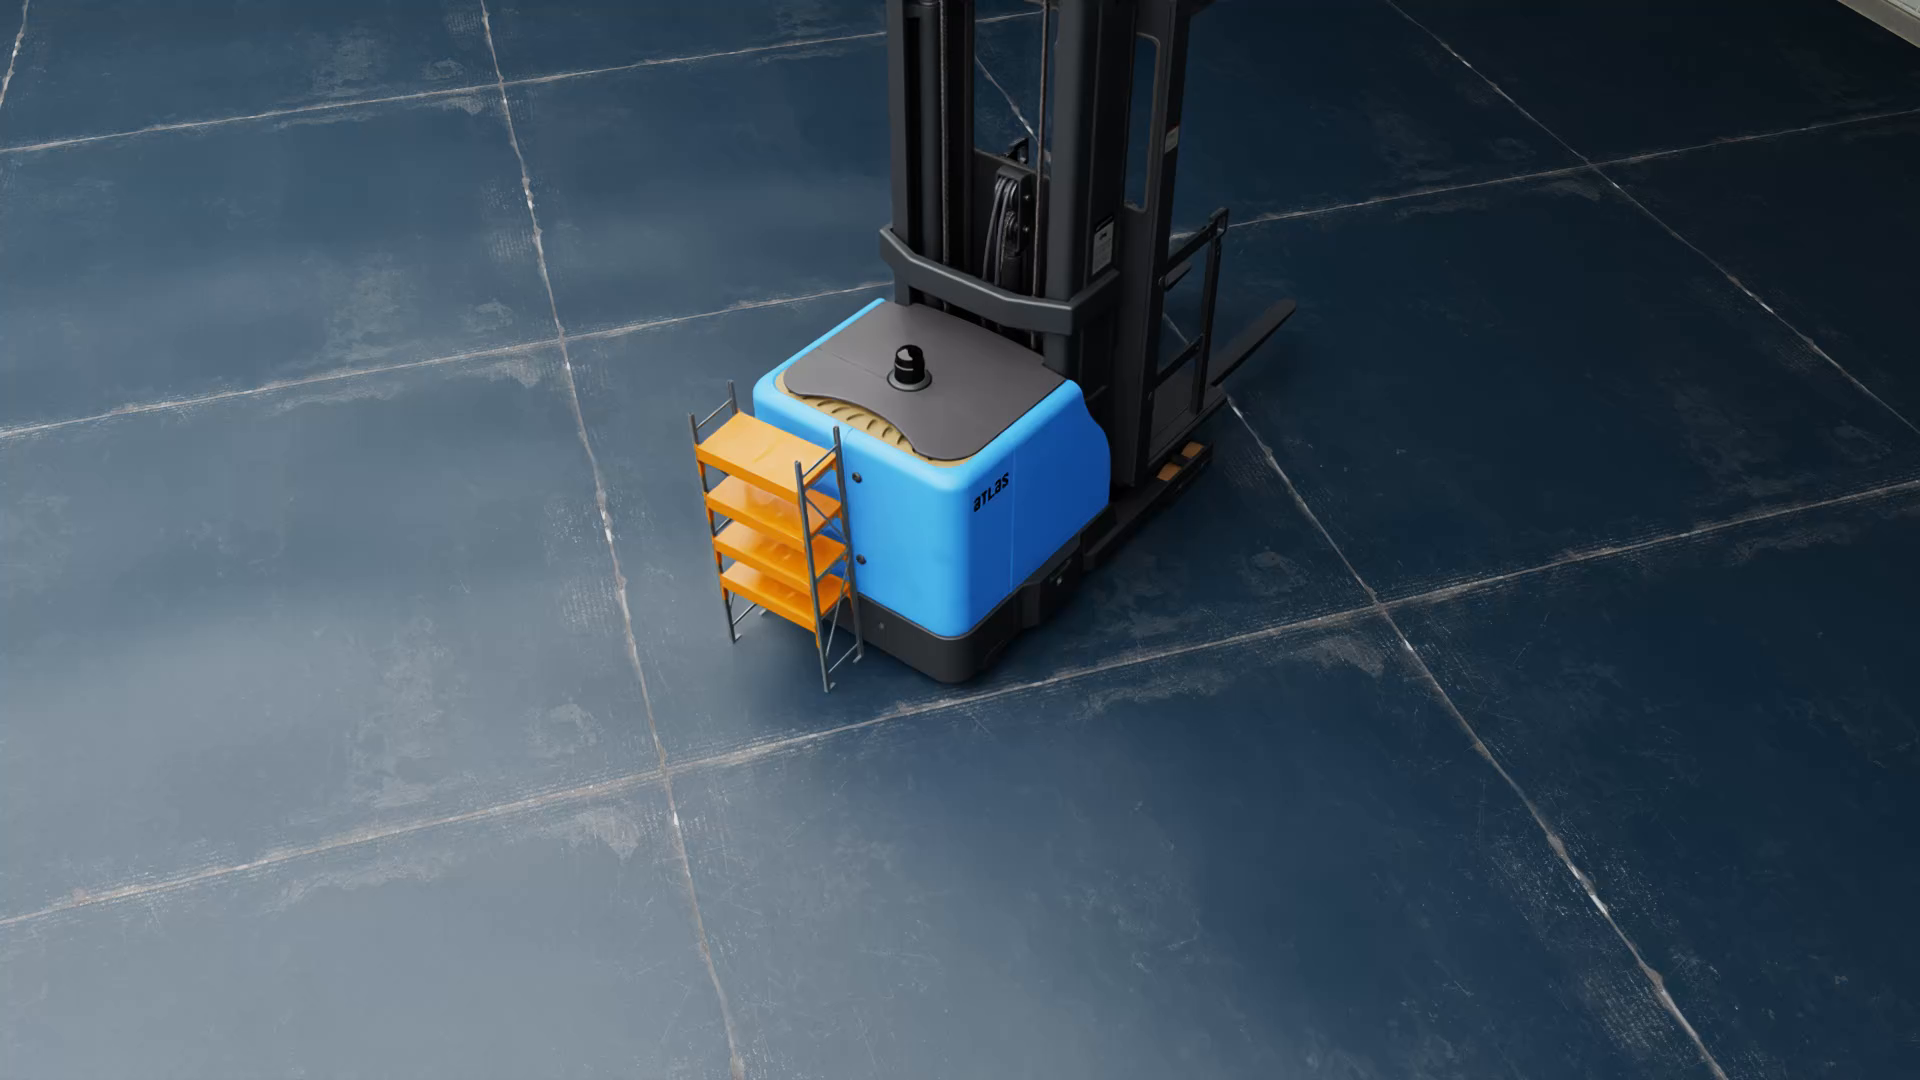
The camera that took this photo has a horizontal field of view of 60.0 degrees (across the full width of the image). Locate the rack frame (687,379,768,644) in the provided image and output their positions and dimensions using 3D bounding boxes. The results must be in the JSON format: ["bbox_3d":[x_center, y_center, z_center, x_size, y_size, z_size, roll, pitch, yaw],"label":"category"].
[{"bbox_3d":[-0.882,-0.083,6.423,0.015,1.200,0.240,24,50,25],"label":"rack frame"}]

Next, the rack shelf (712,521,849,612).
[{"bbox_3d":[-0.679,0.056,6.365,0.480,0.148,0.258,24,50,25],"label":"rack shelf"}]

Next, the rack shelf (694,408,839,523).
[{"bbox_3d":[-0.694,-0.276,6.047,0.480,0.148,0.258,24,50,25],"label":"rack shelf"}]

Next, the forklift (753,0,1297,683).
[{"bbox_3d":[0.491,-1.462,6.695,1.130,2.935,3.031,27,48,27],"label":"forklift"}]

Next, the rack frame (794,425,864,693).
[{"bbox_3d":[-0.480,0.098,6.215,0.015,1.200,0.240,24,50,25],"label":"rack frame"}]

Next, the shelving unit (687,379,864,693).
[{"bbox_3d":[-0.681,0.007,6.319,0.503,1.200,0.258,24,50,25],"label":"shelving unit"}]

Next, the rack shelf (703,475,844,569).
[{"bbox_3d":[-0.686,-0.105,6.210,0.480,0.148,0.258,24,50,25],"label":"rack shelf"}]

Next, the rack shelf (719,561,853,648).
[{"bbox_3d":[-0.672,0.199,6.503,0.480,0.148,0.258,24,50,25],"label":"rack shelf"}]
